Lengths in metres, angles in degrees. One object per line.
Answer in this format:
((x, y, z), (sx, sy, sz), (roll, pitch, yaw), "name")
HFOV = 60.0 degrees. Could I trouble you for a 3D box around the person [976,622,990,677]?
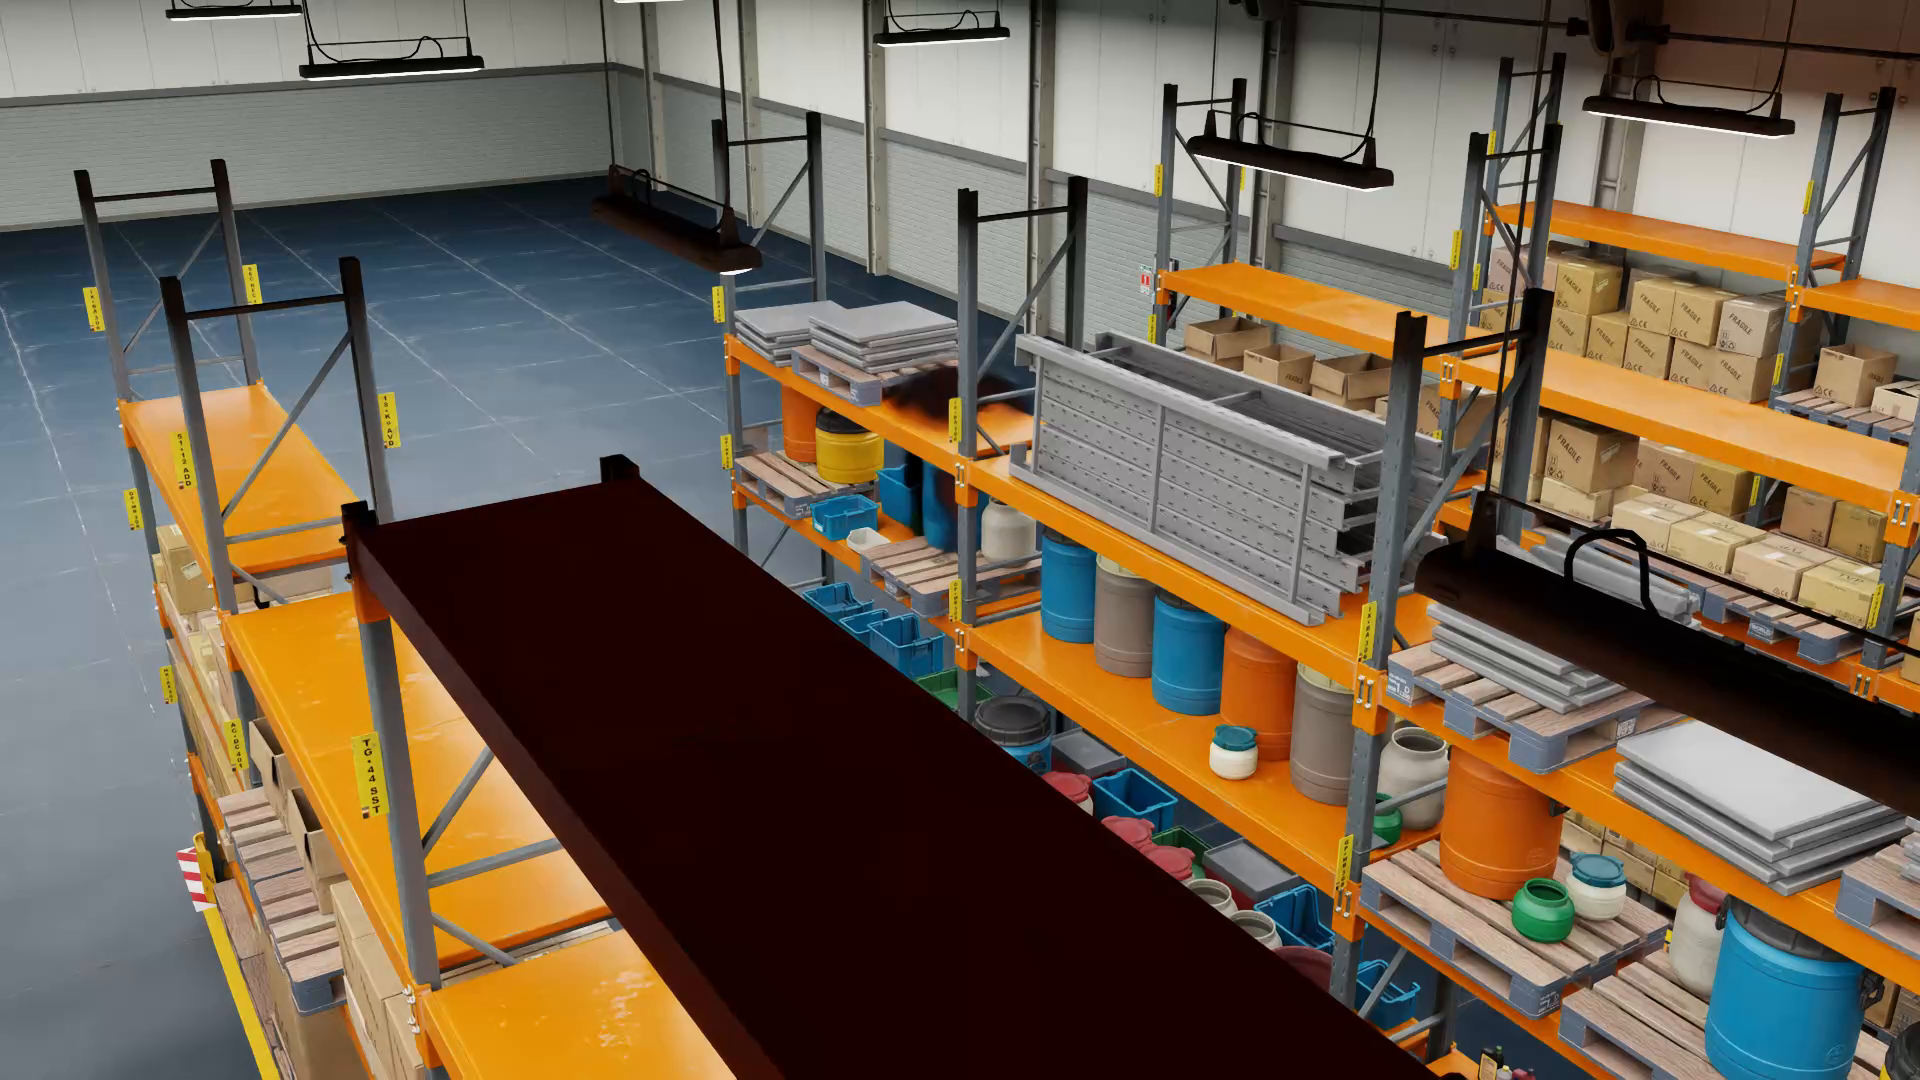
((0.214, 0.568, 17.620), (0.392, 1.798, 0.585), (15, 26, 32), "person")
